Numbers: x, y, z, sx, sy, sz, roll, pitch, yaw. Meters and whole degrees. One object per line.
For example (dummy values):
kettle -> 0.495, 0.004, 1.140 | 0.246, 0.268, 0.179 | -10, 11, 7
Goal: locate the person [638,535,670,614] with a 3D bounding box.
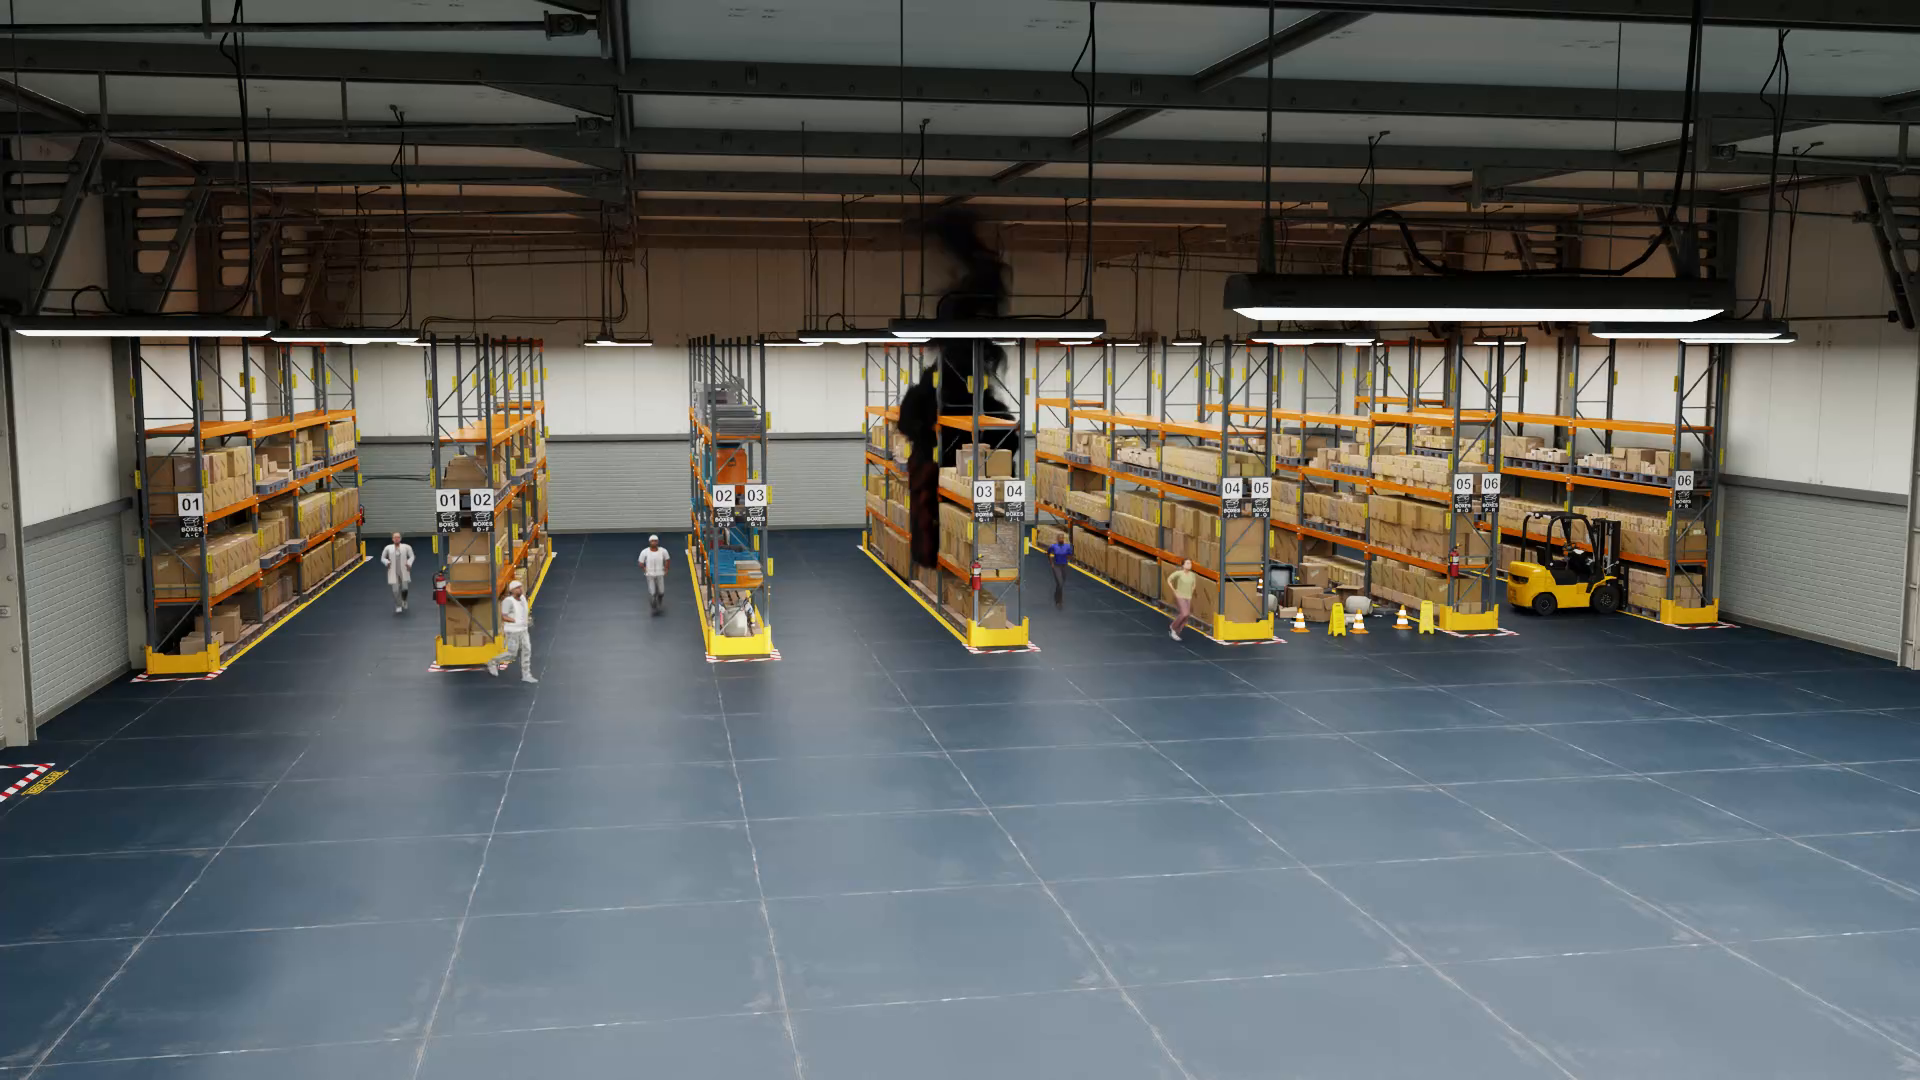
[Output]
person -> -6.579, 0.754, 35.893 | 0.692, 1.720, 0.589 | -2, 7, -16

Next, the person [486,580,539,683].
person -> -7.692, 1.572, 28.671 | 0.924, 1.782, 0.692 | 2, 7, 20

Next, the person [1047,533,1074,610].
person -> 2.245, 0.770, 36.960 | 0.556, 1.521, 0.828 | -2, 7, -16

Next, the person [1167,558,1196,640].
person -> 4.423, 1.163, 32.768 | 0.552, 1.633, 0.563 | -4, 7, -29

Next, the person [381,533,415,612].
person -> -12.228, 0.713, 36.206 | 0.703, 1.729, 0.653 | -2, 7, -19
